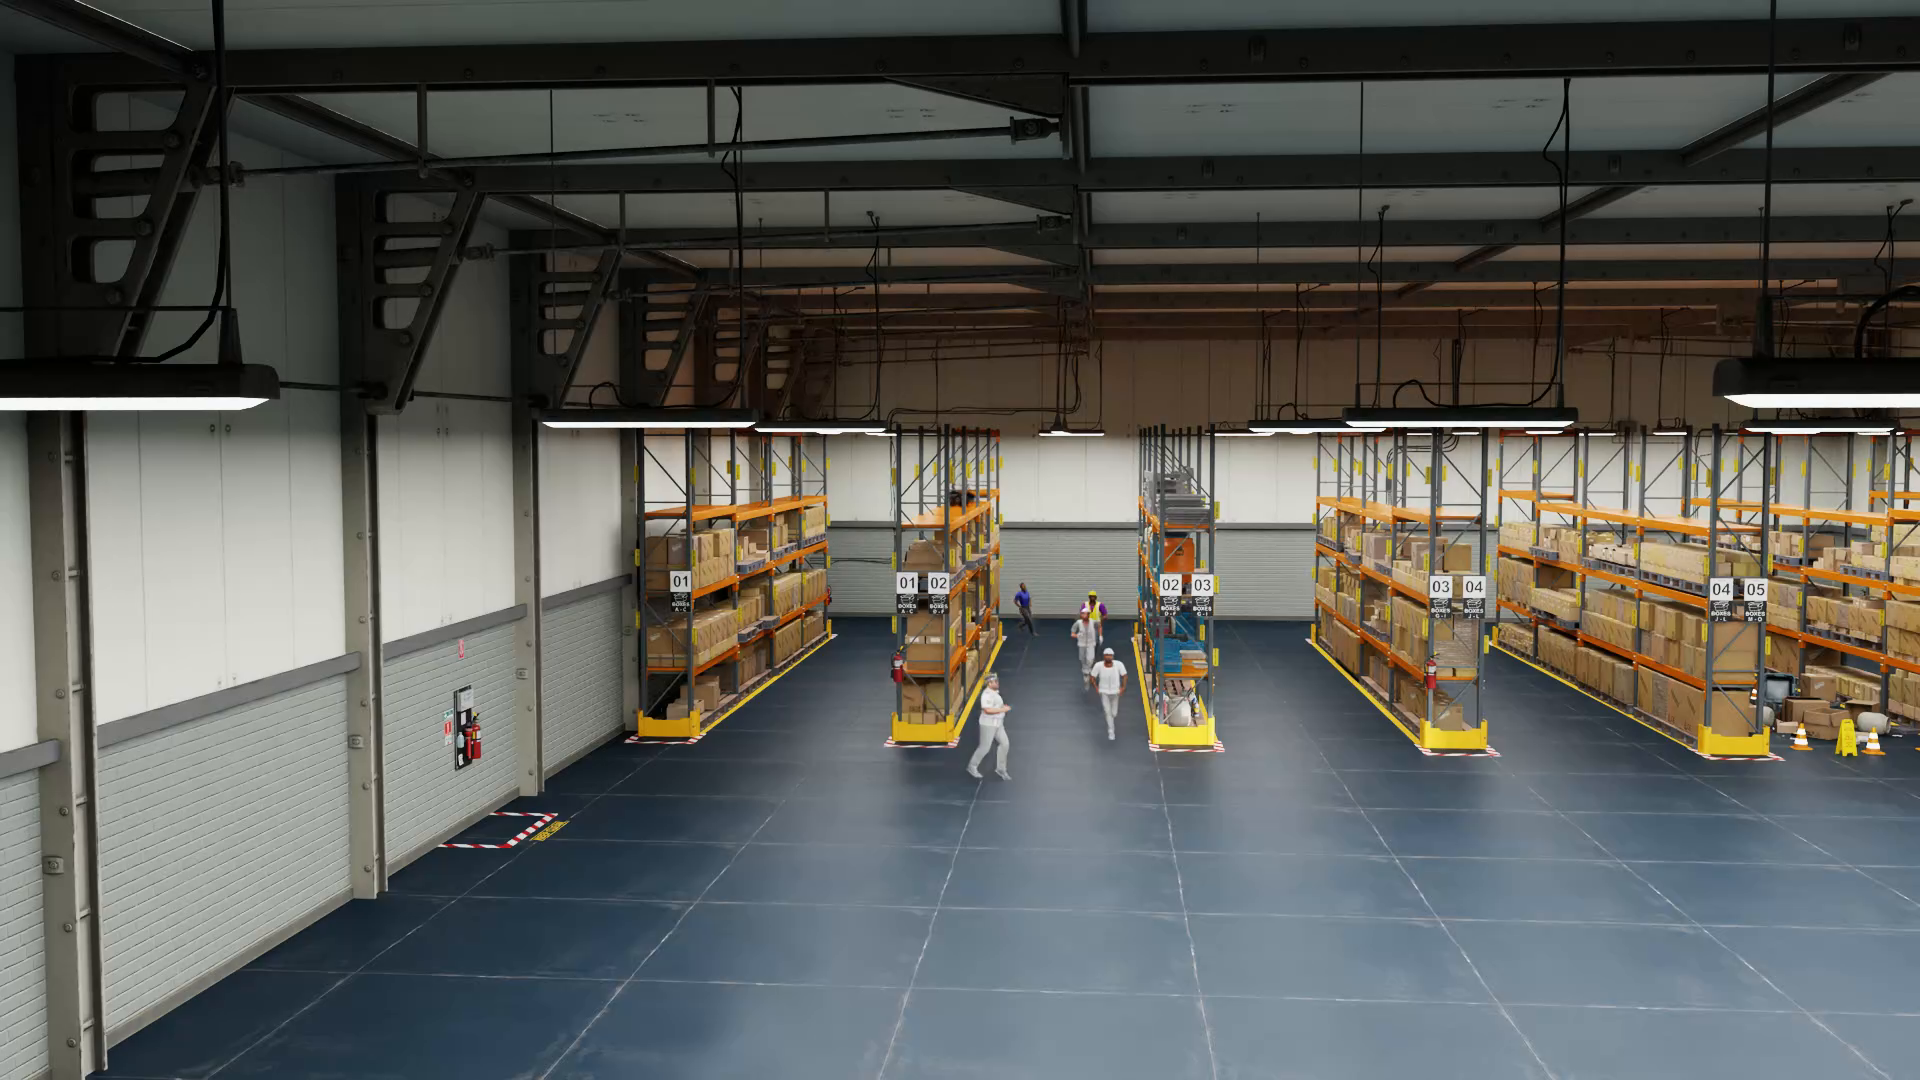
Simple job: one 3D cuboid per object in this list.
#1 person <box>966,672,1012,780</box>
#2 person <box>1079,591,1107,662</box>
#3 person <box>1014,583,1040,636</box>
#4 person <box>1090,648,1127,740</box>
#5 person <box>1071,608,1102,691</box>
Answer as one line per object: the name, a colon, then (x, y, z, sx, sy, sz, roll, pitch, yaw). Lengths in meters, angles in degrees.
person: (0.505, 3.143, 27.901, 0.810, 1.851, 0.678, 2, 4, 25)
person: (3.226, 2.123, 40.471, 0.709, 1.770, 0.547, 1, 4, 11)
person: (1.824, 2.006, 48.233, 0.775, 1.572, 0.655, 3, 5, 43)
person: (2.861, 2.929, 31.998, 0.714, 1.731, 0.814, 0, 3, 0)
person: (2.796, 2.388, 36.690, 0.693, 1.818, 0.854, 0, 3, 5)
